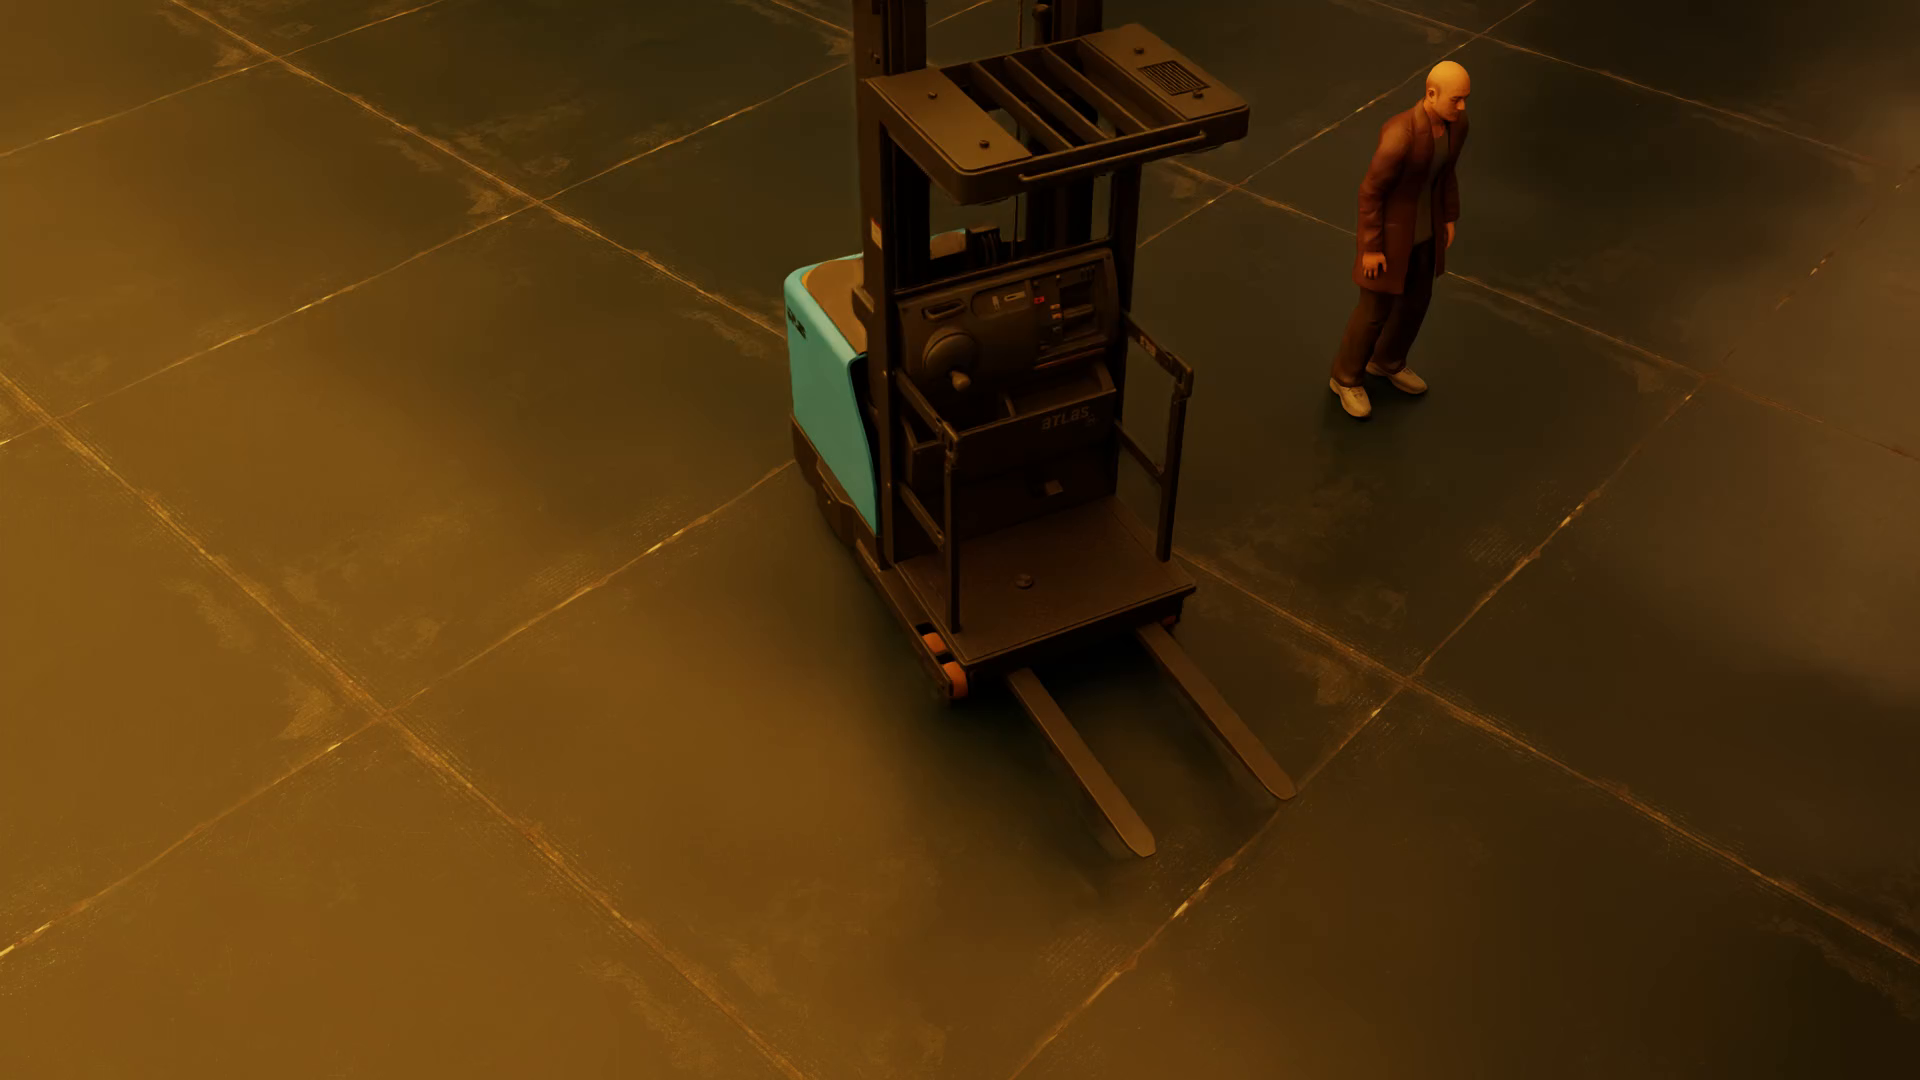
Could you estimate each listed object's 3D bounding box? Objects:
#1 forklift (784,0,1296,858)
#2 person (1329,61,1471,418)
[{"bbox_3d":[0.295,-0.776,6.333,1.130,2.935,3.031,-18,44,-19],"label":"forklift"},{"bbox_3d":[2.159,-1.476,8.037,0.653,1.774,0.423,-24,46,-25],"label":"person"}]
